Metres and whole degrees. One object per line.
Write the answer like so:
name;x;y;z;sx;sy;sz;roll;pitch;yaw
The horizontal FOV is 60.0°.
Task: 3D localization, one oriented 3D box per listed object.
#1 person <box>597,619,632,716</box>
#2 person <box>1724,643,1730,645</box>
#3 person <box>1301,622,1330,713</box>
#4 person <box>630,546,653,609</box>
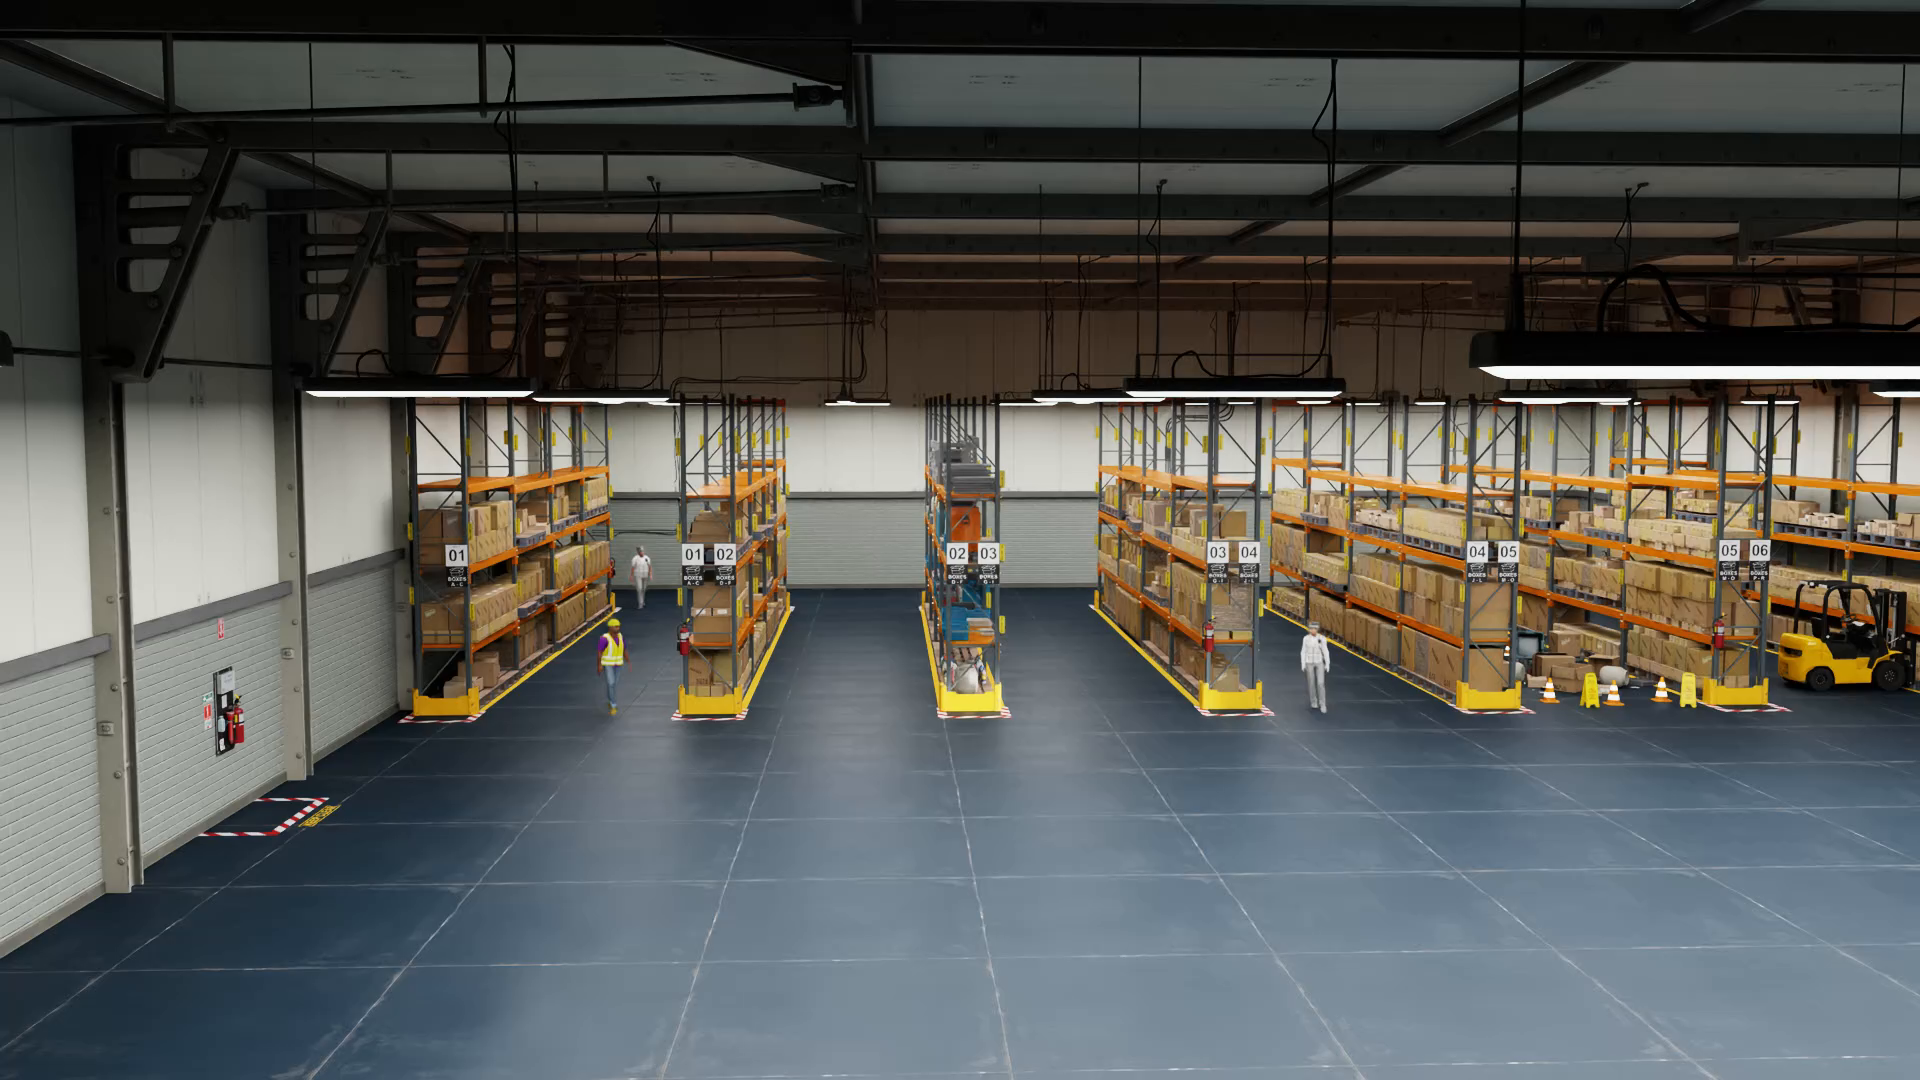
person;-6.550;2.380;31.413;0.651;1.784;0.860;-3;6;-36
person;16.650;2.068;36.123;0.528;1.624;0.607;-2;5;-21
person;6.755;2.393;31.641;0.590;1.671;0.622;2;5;25
person;-9.155;1.071;47.910;0.587;1.798;0.783;-3;5;-34
